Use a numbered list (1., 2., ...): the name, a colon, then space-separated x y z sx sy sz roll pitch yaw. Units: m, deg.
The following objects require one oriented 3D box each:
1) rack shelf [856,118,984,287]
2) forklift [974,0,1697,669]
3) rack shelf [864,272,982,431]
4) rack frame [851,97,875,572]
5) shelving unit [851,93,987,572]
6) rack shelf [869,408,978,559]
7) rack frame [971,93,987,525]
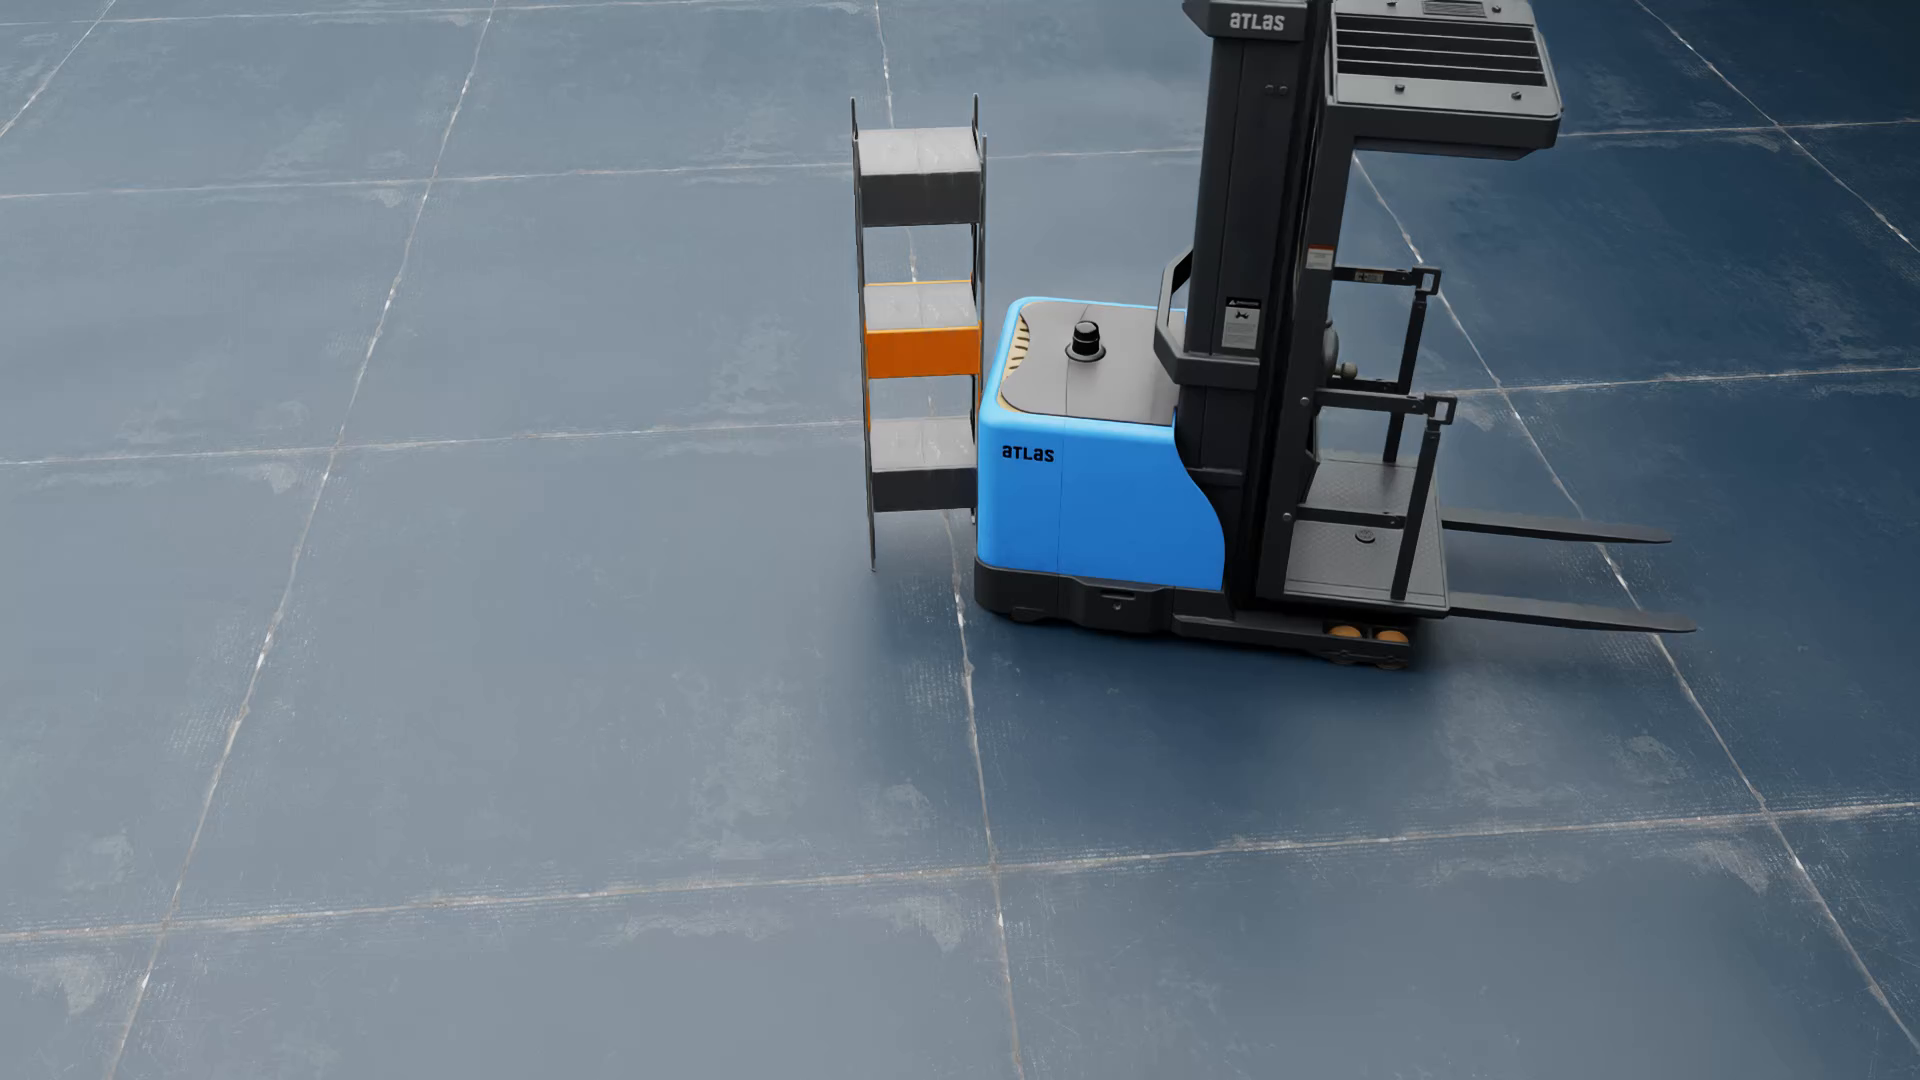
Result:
1. rack shelf: -0.166 -1.355 6.663 0.480 0.518 0.431 -3 38 -4
2. forklift: 1.627 -0.959 6.599 3.031 2.935 1.130 6 39 7
3. rack shelf: -0.167 -0.805 7.097 0.480 0.518 0.431 -3 38 -4
4. rack frame: -0.410 -0.804 7.073 0.015 2.100 0.400 -3 38 -4
5. shelving unit: -0.167 -0.816 7.088 0.503 2.100 0.431 -3 38 -4
6. rack shelf: -0.168 -0.256 7.531 0.480 0.518 0.431 -3 38 -4
7. rack frame: 0.076 -0.828 7.104 0.015 2.100 0.400 -3 38 -4
